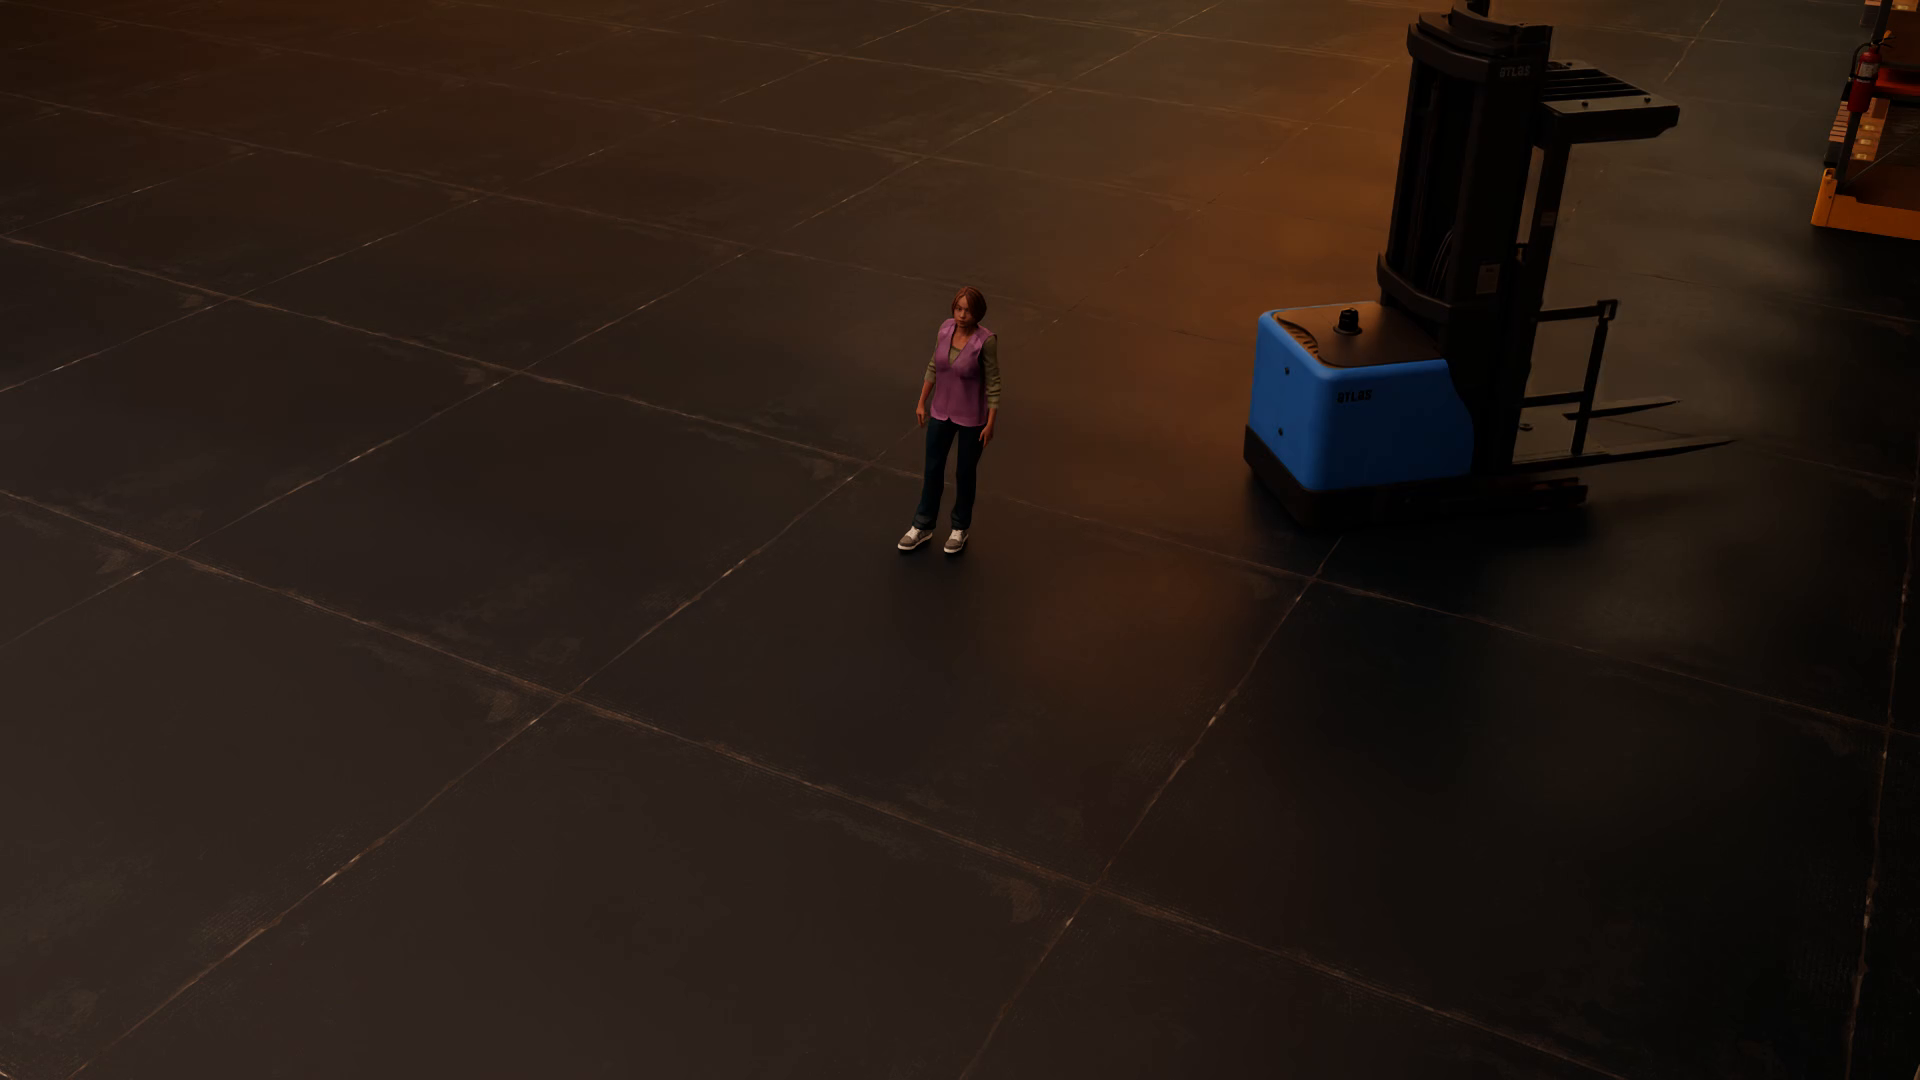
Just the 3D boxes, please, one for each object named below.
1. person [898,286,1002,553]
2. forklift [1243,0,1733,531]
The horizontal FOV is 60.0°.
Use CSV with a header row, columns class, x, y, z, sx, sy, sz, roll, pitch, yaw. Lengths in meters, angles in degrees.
class,x,y,z,sx,sy,sz,roll,pitch,yaw
person,-0.048,-0.666,9.550,0.521,1.594,0.473,15,33,25
forklift,3.410,-1.701,10.018,3.031,2.935,1.130,-7,31,-12
